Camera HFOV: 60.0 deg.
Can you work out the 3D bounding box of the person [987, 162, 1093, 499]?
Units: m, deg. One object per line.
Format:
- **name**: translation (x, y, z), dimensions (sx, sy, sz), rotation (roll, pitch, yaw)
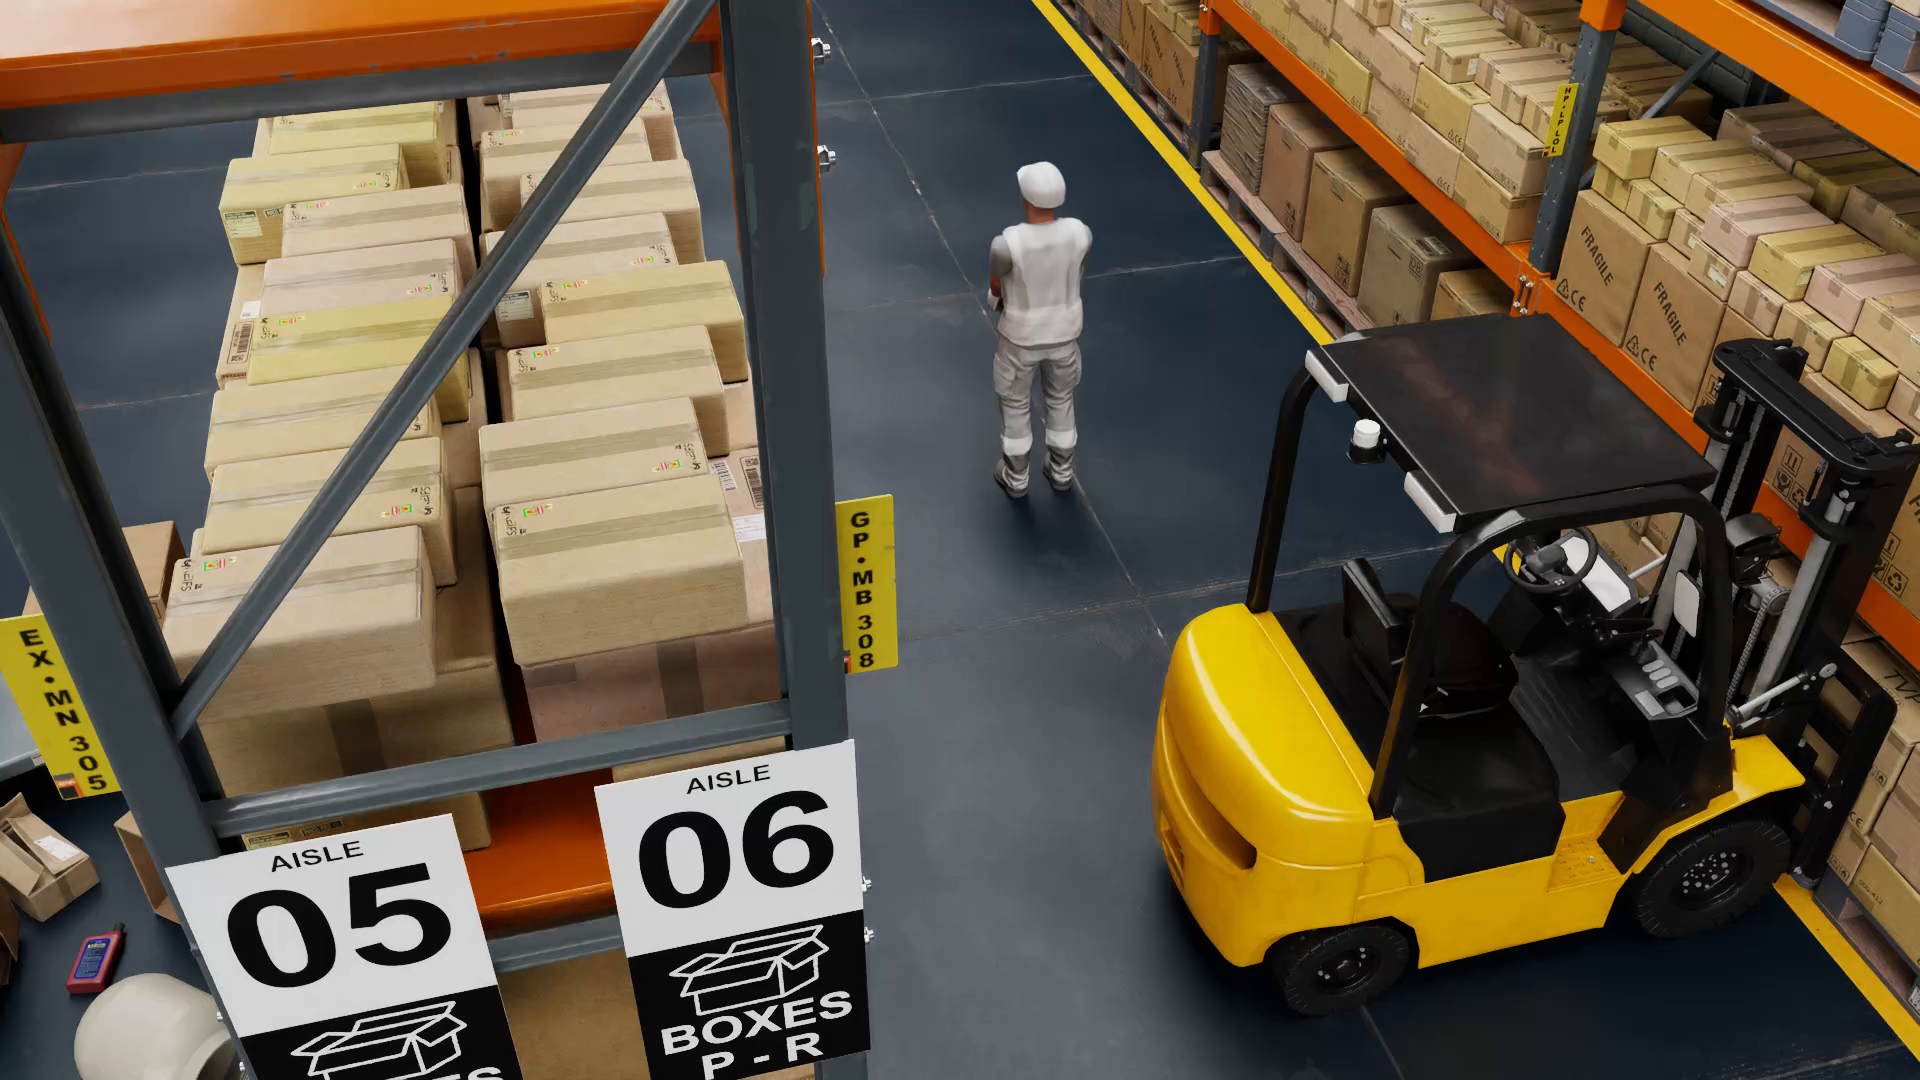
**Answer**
- **person**: translation (0.343, -1.053, 8.052), dimensions (0.495, 1.786, 0.558), rotation (-9, 39, -12)
